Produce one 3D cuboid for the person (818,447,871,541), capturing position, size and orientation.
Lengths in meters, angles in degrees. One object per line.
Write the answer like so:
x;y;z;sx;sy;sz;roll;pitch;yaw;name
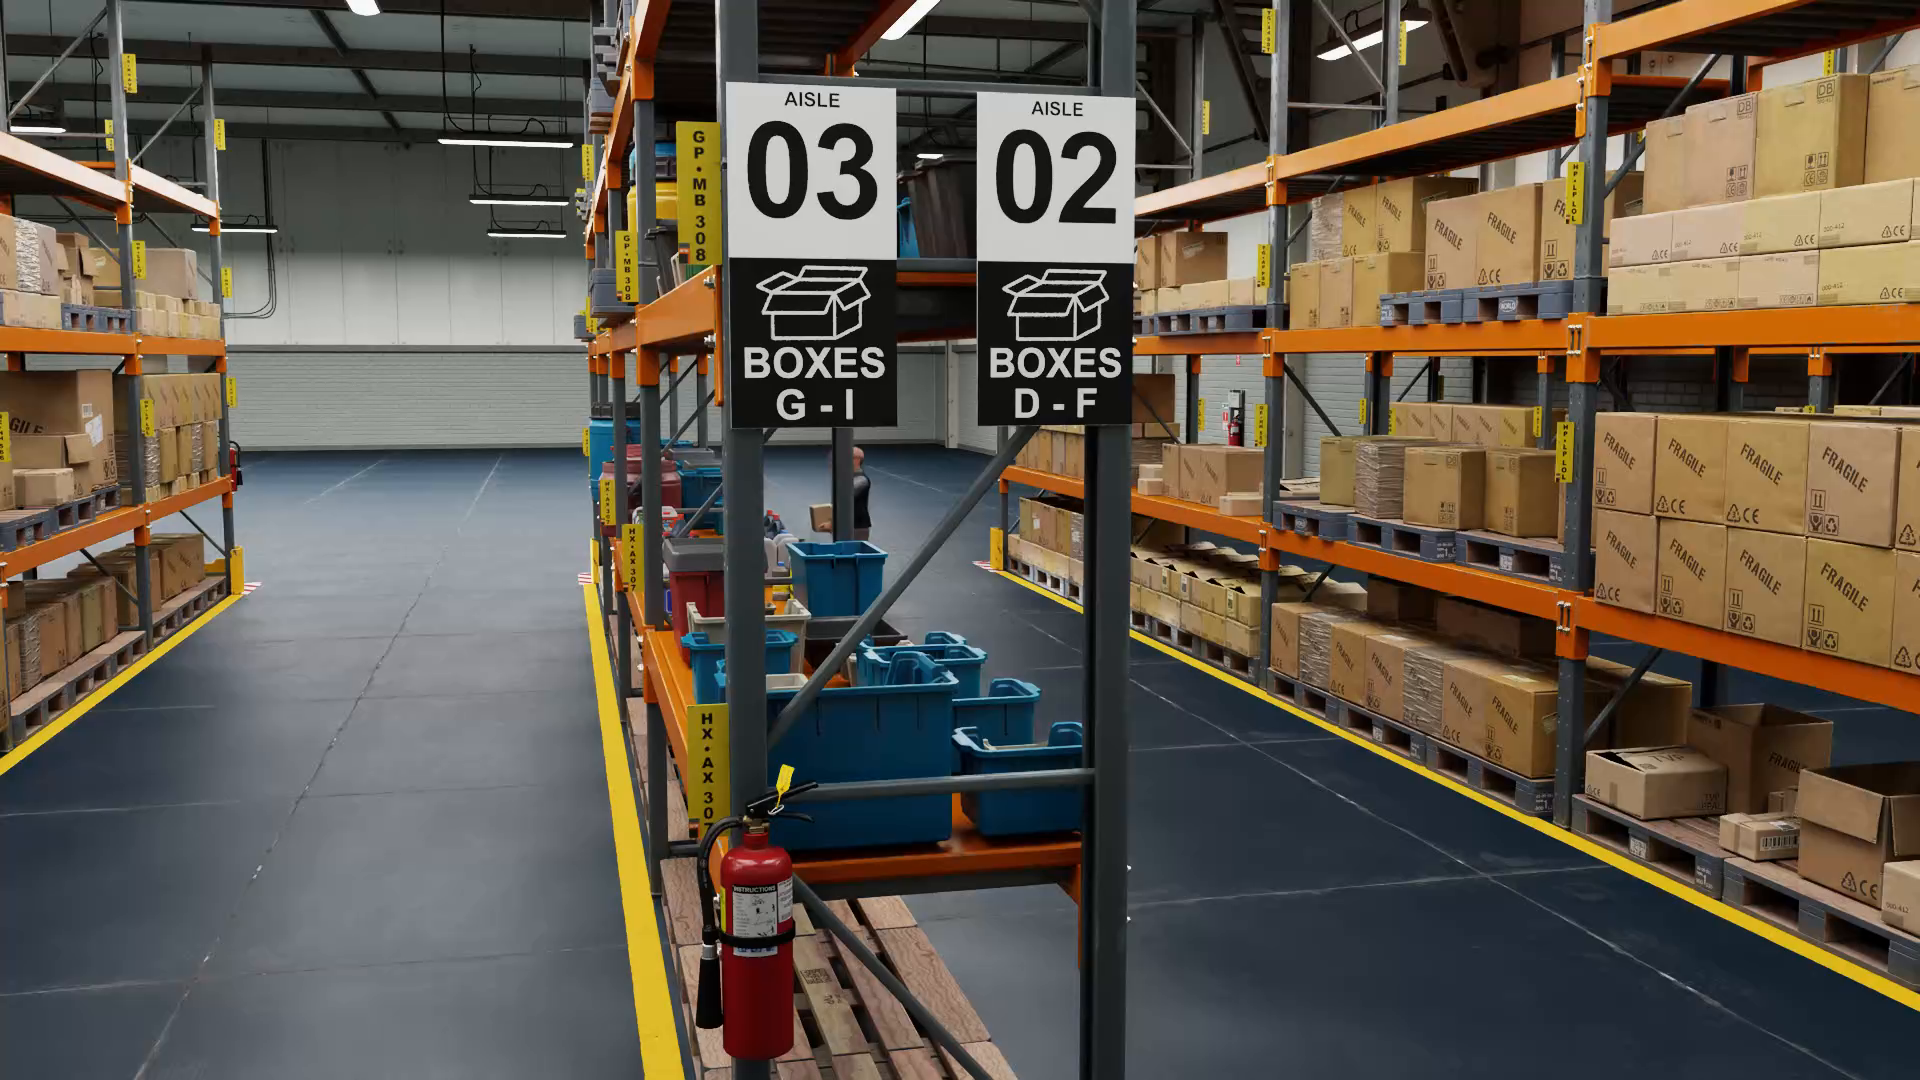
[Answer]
-1.183;-0.079;16.828;0.555;1.718;0.495;-1;6;-13;person
